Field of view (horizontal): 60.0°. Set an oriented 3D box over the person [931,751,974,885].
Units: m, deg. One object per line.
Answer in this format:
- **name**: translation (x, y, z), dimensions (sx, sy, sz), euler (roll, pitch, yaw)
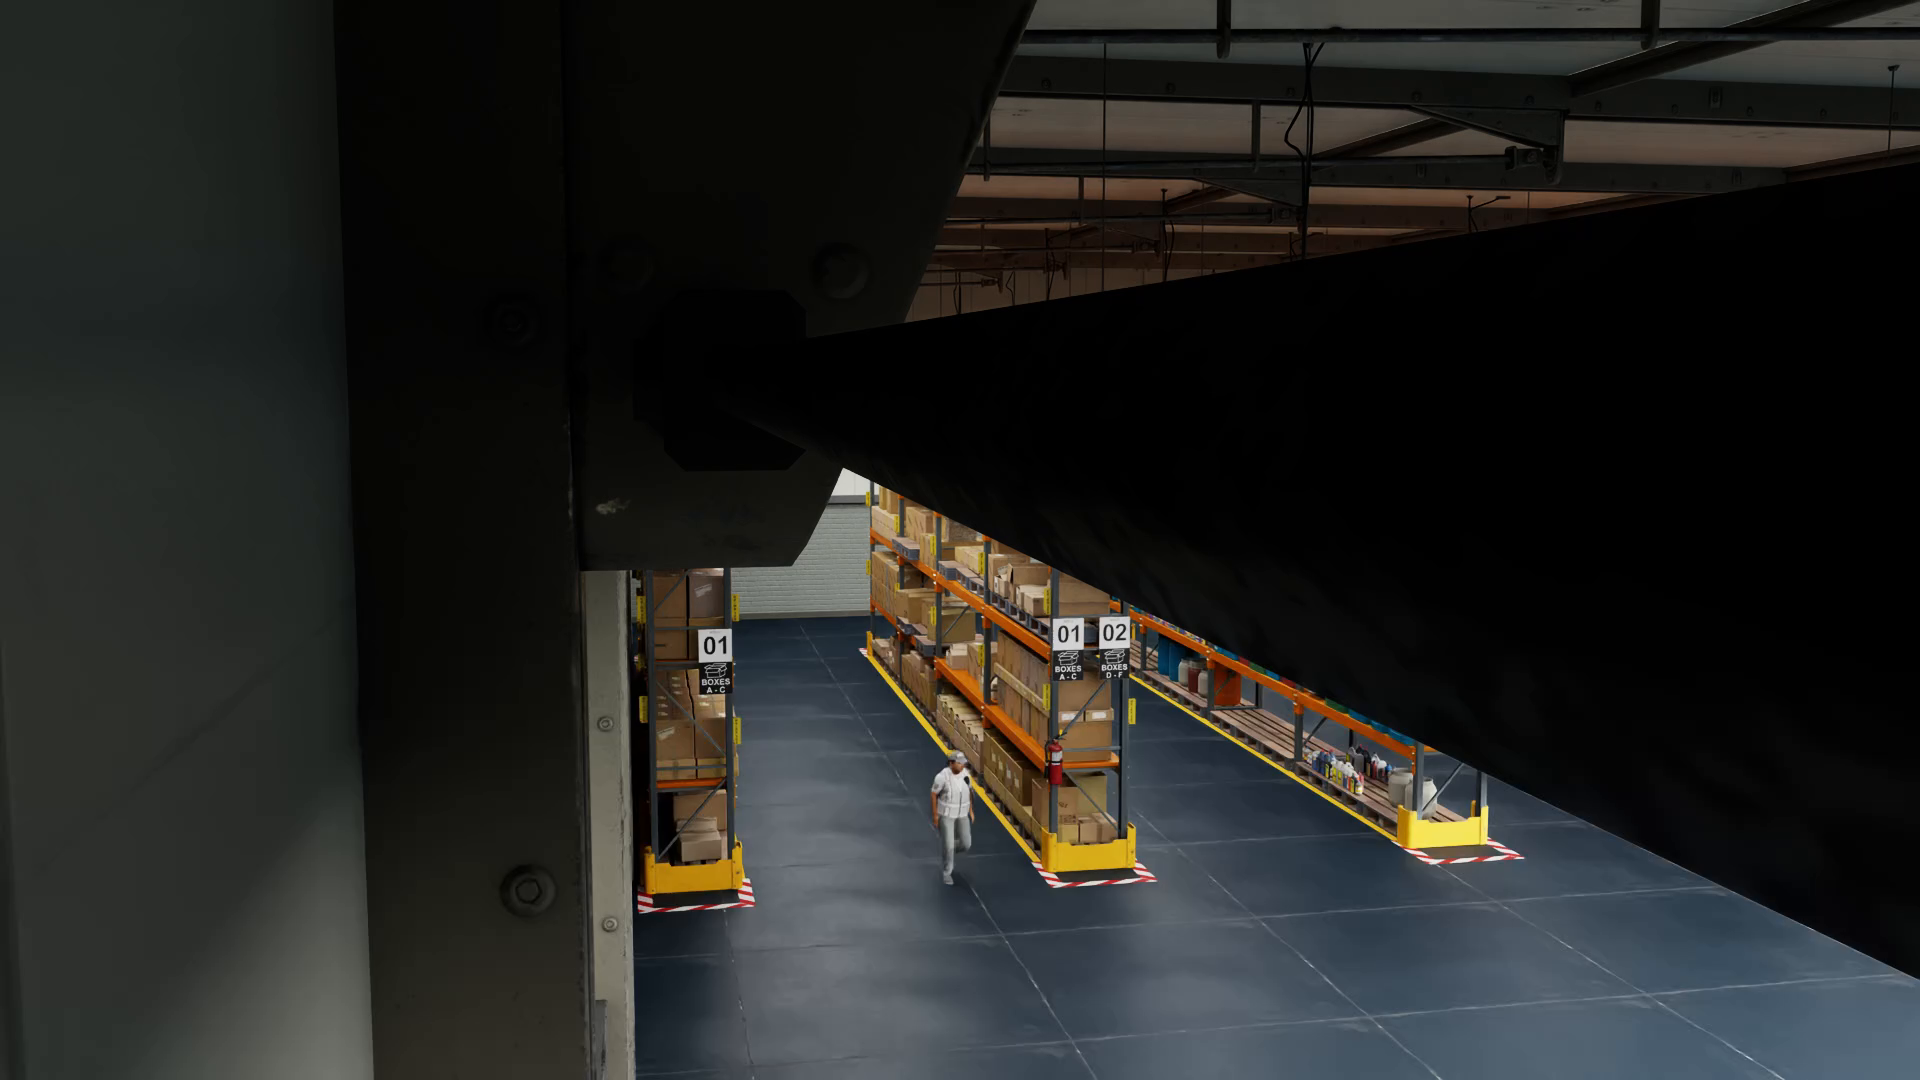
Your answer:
- **person**: translation (-0.116, 3.386, 20.541), dimensions (0.538, 1.644, 0.607), euler (-4, 7, -31)
